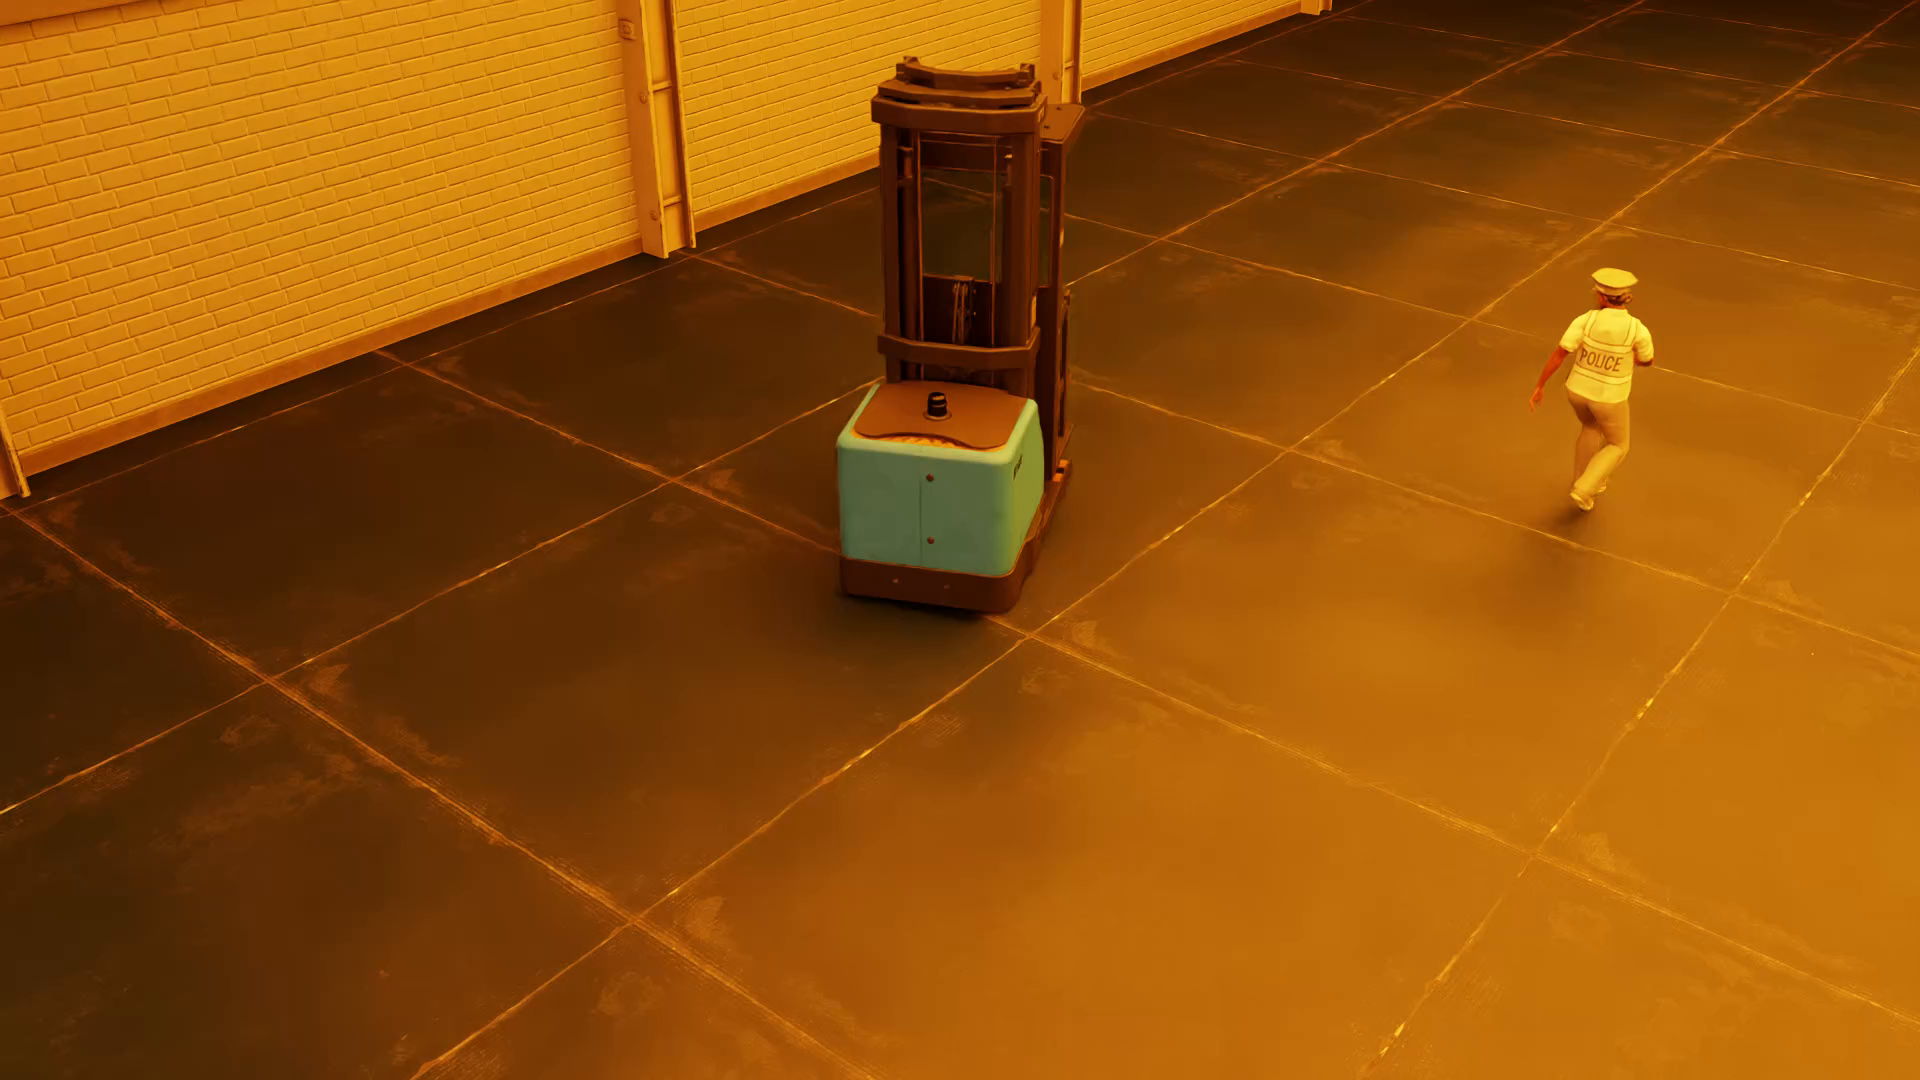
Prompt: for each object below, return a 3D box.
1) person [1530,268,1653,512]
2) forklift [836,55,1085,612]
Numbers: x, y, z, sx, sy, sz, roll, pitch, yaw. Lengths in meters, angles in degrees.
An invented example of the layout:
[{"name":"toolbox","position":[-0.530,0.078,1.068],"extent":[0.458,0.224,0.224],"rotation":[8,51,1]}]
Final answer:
[{"name":"person","position":[4.032,-0.946,10.556],"extent":[0.668,1.593,0.556],"rotation":[-25,38,-36]},{"name":"forklift","position":[0.128,-1.577,10.293],"extent":[1.130,2.935,3.031],"rotation":[7,31,12]}]
